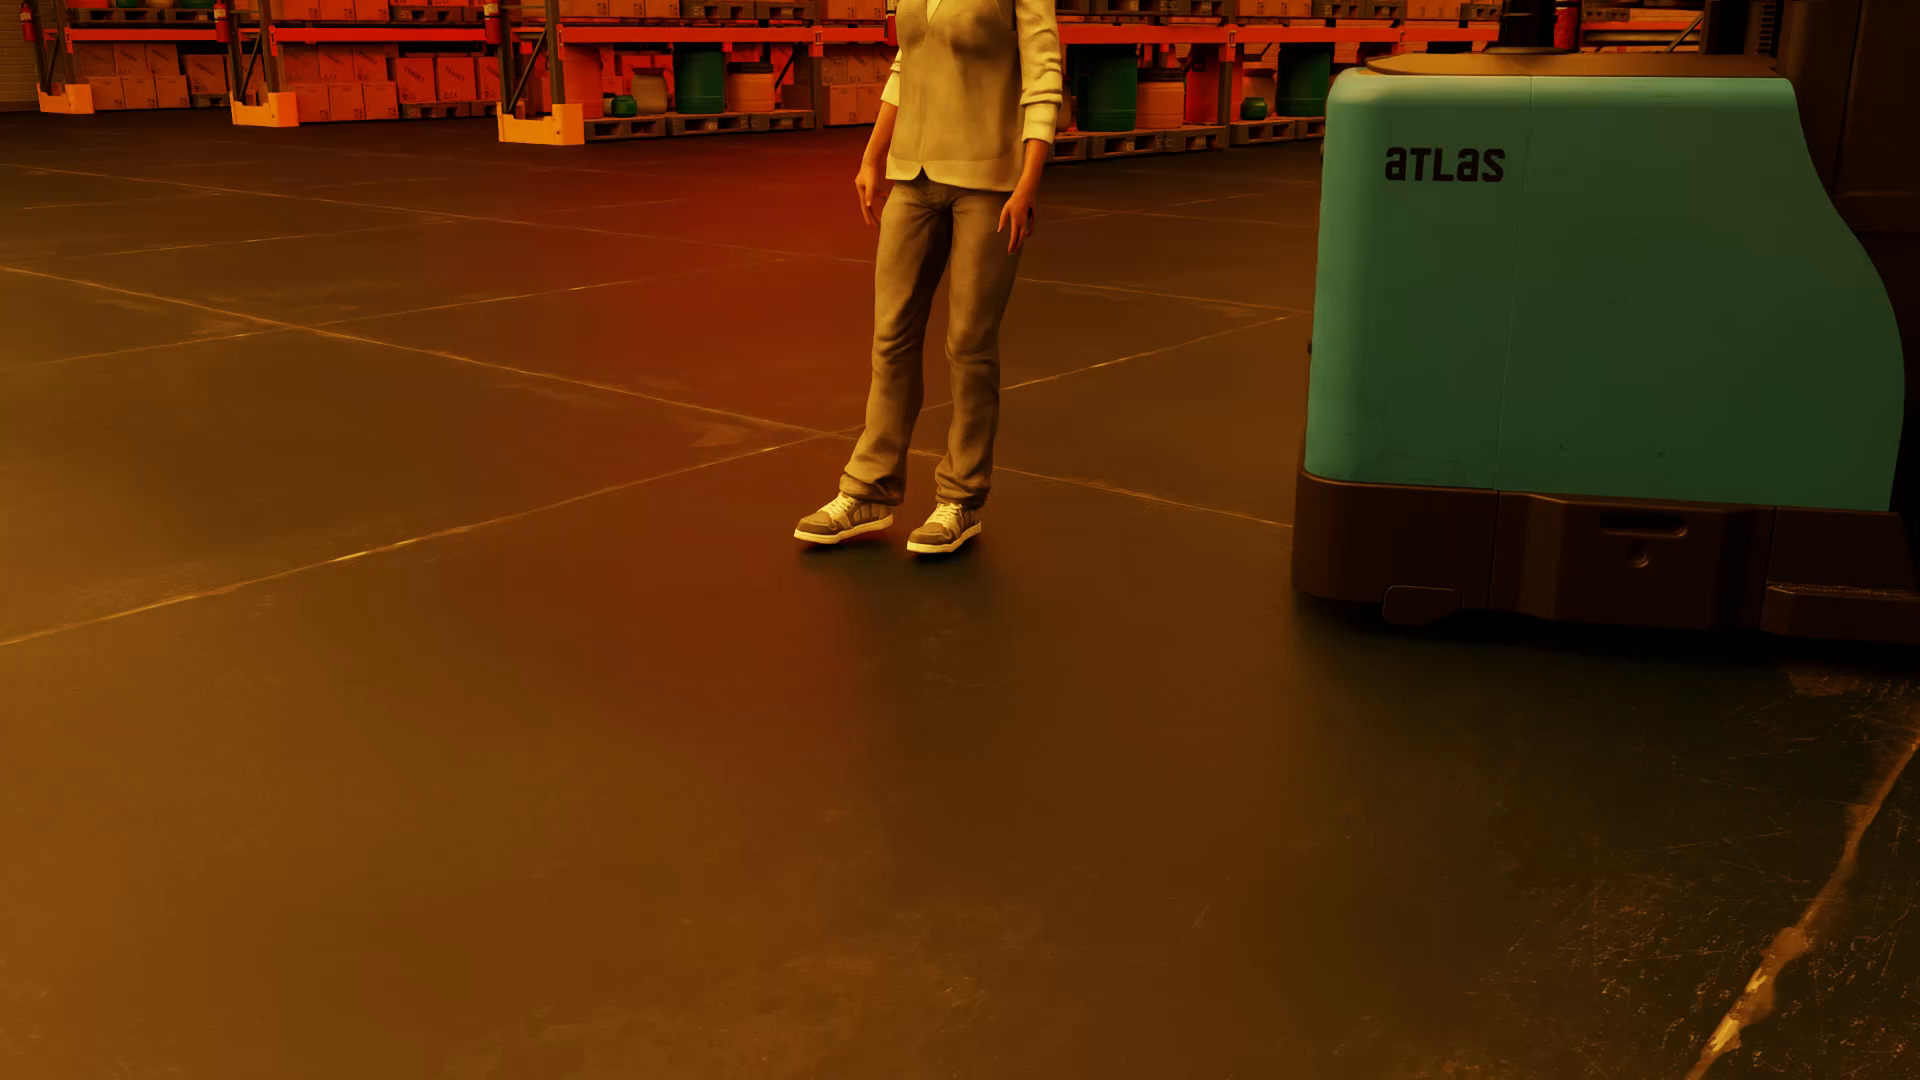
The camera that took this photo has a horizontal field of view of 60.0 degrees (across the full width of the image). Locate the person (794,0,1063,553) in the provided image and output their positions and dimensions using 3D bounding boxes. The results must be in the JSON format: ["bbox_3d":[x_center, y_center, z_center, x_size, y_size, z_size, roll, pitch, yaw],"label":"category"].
[{"bbox_3d":[-0.058,-0.757,3.661,0.520,1.600,0.472,13,21,37],"label":"person"}]

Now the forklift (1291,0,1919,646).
[{"bbox_3d":[2.250,-1.271,3.082,3.031,2.935,1.130,4,17,12],"label":"forklift"}]
